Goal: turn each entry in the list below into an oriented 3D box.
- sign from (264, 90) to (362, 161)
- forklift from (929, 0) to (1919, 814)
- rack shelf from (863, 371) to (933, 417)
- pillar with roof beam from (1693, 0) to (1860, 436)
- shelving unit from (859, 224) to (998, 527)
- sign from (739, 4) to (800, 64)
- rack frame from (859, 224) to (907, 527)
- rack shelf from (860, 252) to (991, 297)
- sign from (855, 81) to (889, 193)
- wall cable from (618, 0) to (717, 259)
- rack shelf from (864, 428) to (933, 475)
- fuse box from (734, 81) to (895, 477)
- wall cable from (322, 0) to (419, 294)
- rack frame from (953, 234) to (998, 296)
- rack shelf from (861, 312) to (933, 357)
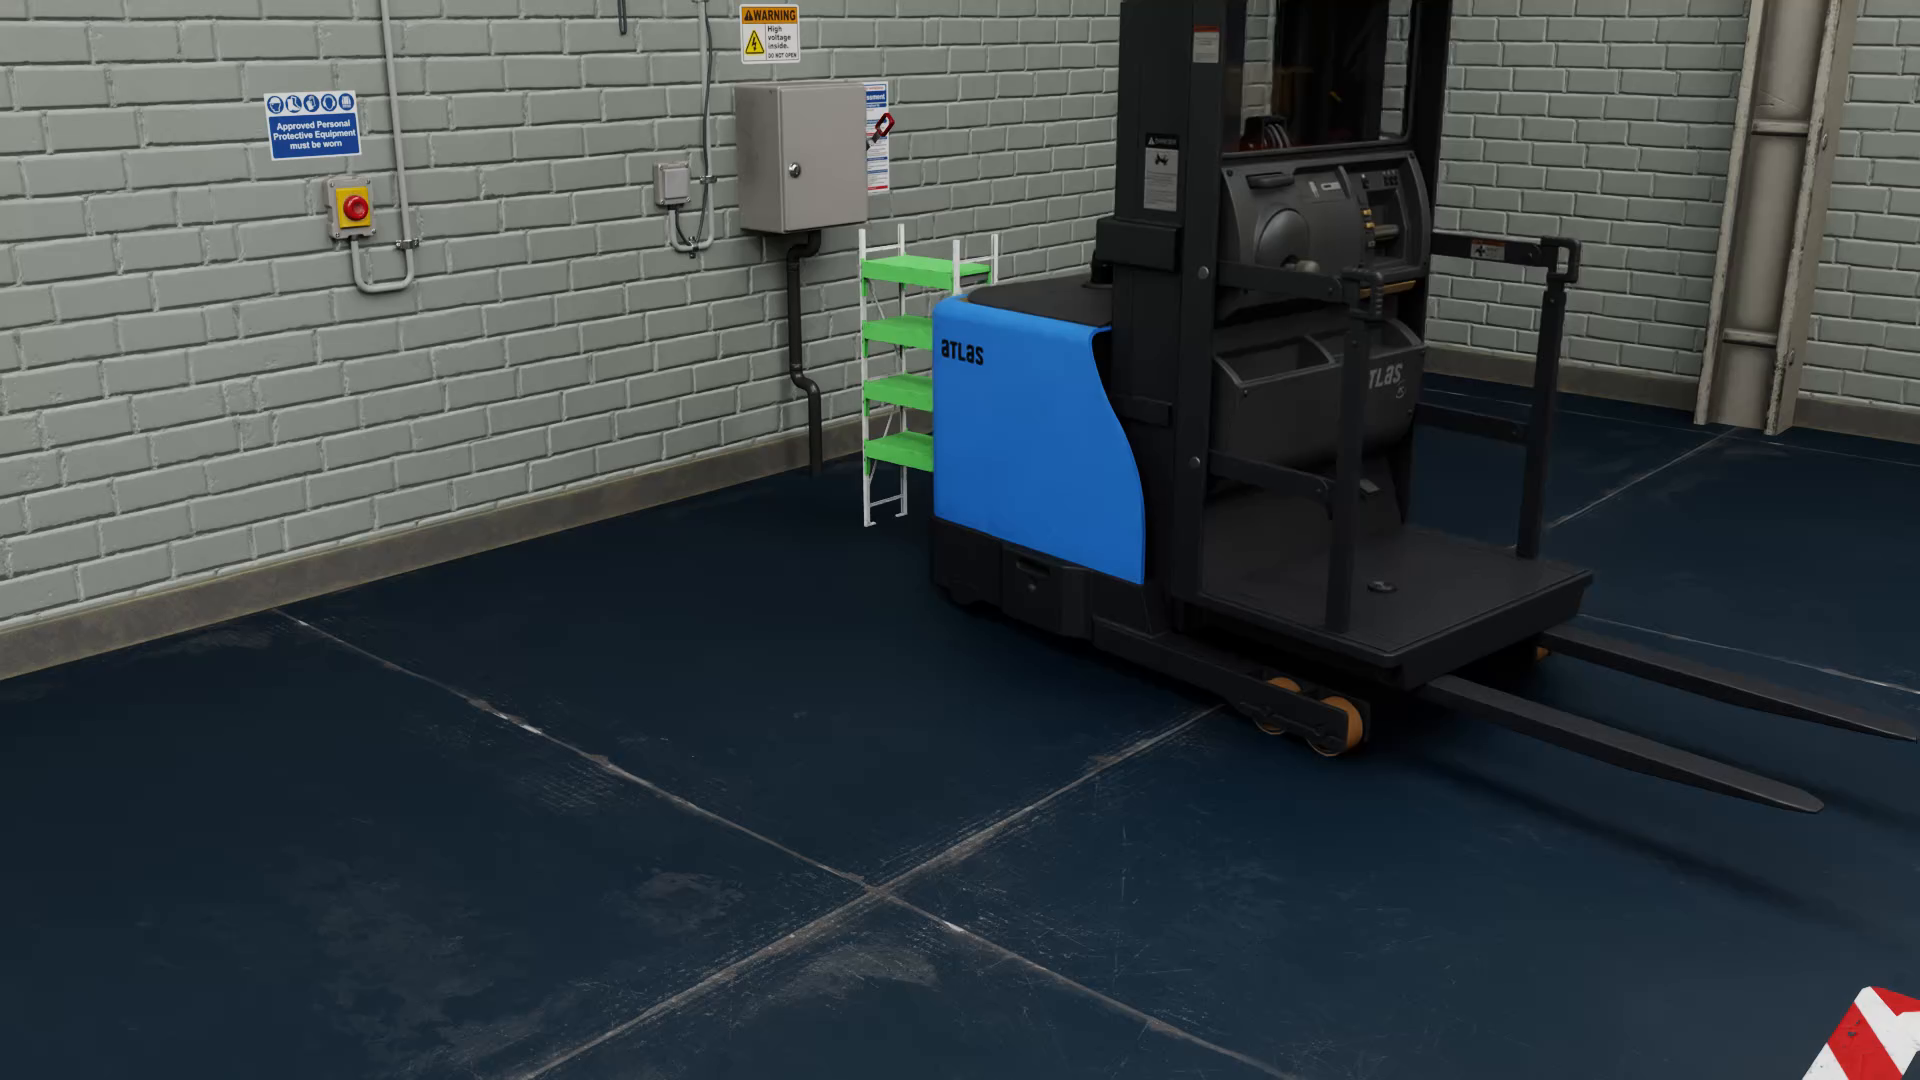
[{"bbox_3d":[-2.193,-1.409,5.645,0.001,0.218,0.327,15,23,39],"label":"sign"},{"bbox_3d":[1.241,-0.960,4.790,1.130,2.935,3.031,-15,23,-39],"label":"forklift"},{"bbox_3d":[-0.124,-0.544,6.554,0.480,0.148,0.258,15,23,39],"label":"rack shelf"},{"bbox_3d":[1.133,-3.906,4.044,0.400,9.000,9.100,15,23,39],"label":"pillar with roof beam"},{"bbox_3d":[-0.124,-0.605,6.535,0.503,1.200,0.258,15,23,39],"label":"shelving unit"},{"bbox_3d":[-0.804,-2.147,7.054,0.001,0.242,0.339,15,23,39],"label":"sign"},{"bbox_3d":[-0.306,-0.654,6.689,0.015,1.200,0.240,15,23,39],"label":"rack frame"},{"bbox_3d":[-0.124,-1.002,6.409,0.480,0.148,0.258,15,23,39],"label":"rack shelf"},{"bbox_3d":[-0.439,-1.833,7.585,0.001,0.494,0.329,15,23,39],"label":"sign"},{"bbox_3d":[-1.183,-2.086,6.547,0.122,1.984,0.588,15,23,39],"label":"wall cable"},{"bbox_3d":[-0.124,-0.315,6.627,0.480,0.148,0.258,15,23,39],"label":"rack shelf"},{"bbox_3d":[-0.612,-1.111,7.282,0.414,1.711,0.539,15,23,39],"label":"fuse box"},{"bbox_3d":[-2.116,-1.778,5.524,0.123,1.953,0.585,15,23,39],"label":"wall cable"},{"bbox_3d":[0.059,-0.556,6.381,0.015,1.200,0.240,15,23,39],"label":"rack frame"},{"bbox_3d":[-0.124,-0.773,6.482,0.480,0.148,0.258,15,23,39],"label":"rack shelf"}]
